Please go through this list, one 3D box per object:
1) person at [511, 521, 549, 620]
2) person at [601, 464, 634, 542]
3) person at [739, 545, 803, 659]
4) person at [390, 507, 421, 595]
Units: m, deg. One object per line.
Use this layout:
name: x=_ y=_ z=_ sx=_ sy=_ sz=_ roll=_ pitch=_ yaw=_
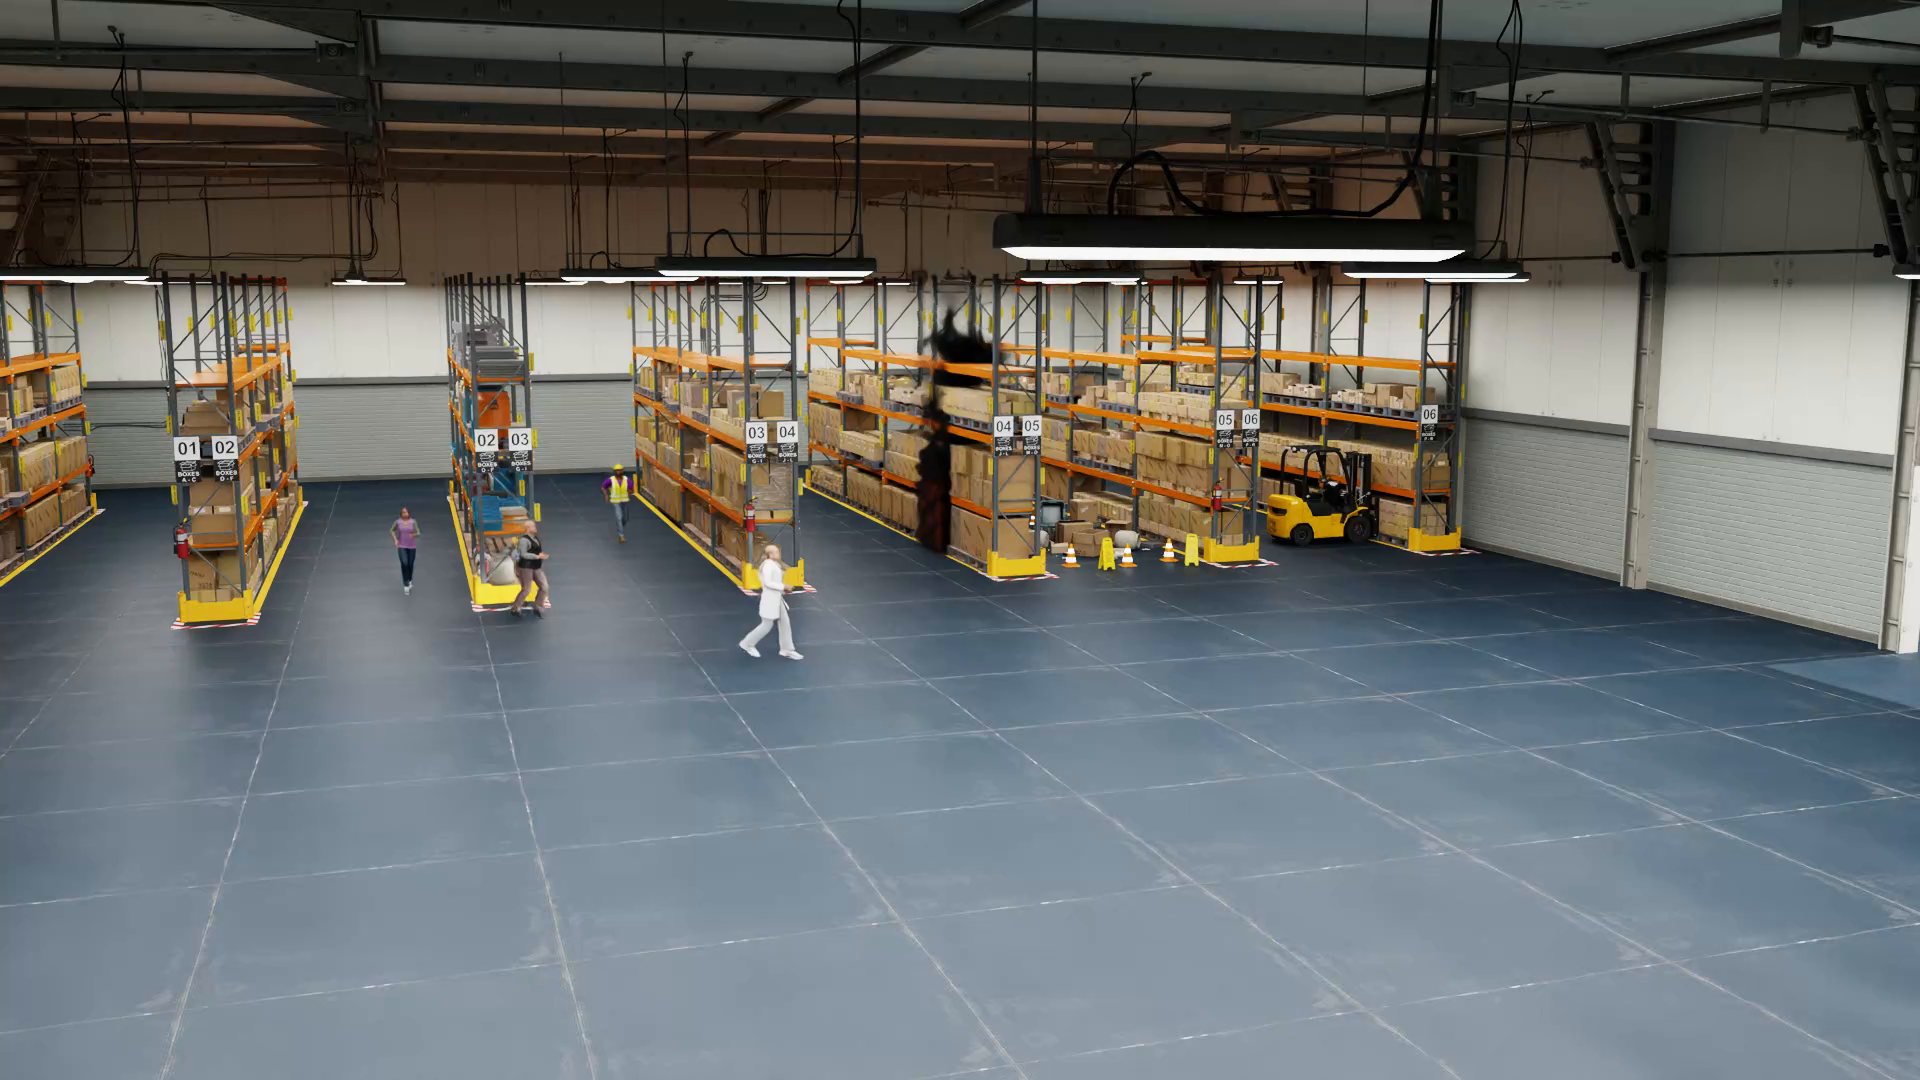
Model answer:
person: x=-7.453 y=0.553 z=28.905 sx=0.751 sy=1.803 sz=0.674 roll=2 pitch=9 yaw=16
person: x=-7.750 y=-0.855 z=37.854 sx=0.711 sy=1.747 sz=0.954 roll=-5 pitch=10 yaw=-28
person: x=-2.941 y=0.972 z=25.744 sx=0.985 sy=1.801 sz=0.691 roll=1 pitch=9 yaw=7
person: x=-10.500 y=0.179 z=31.556 sx=0.521 sy=1.637 sz=0.698 roll=-4 pitch=10 yaw=-25
